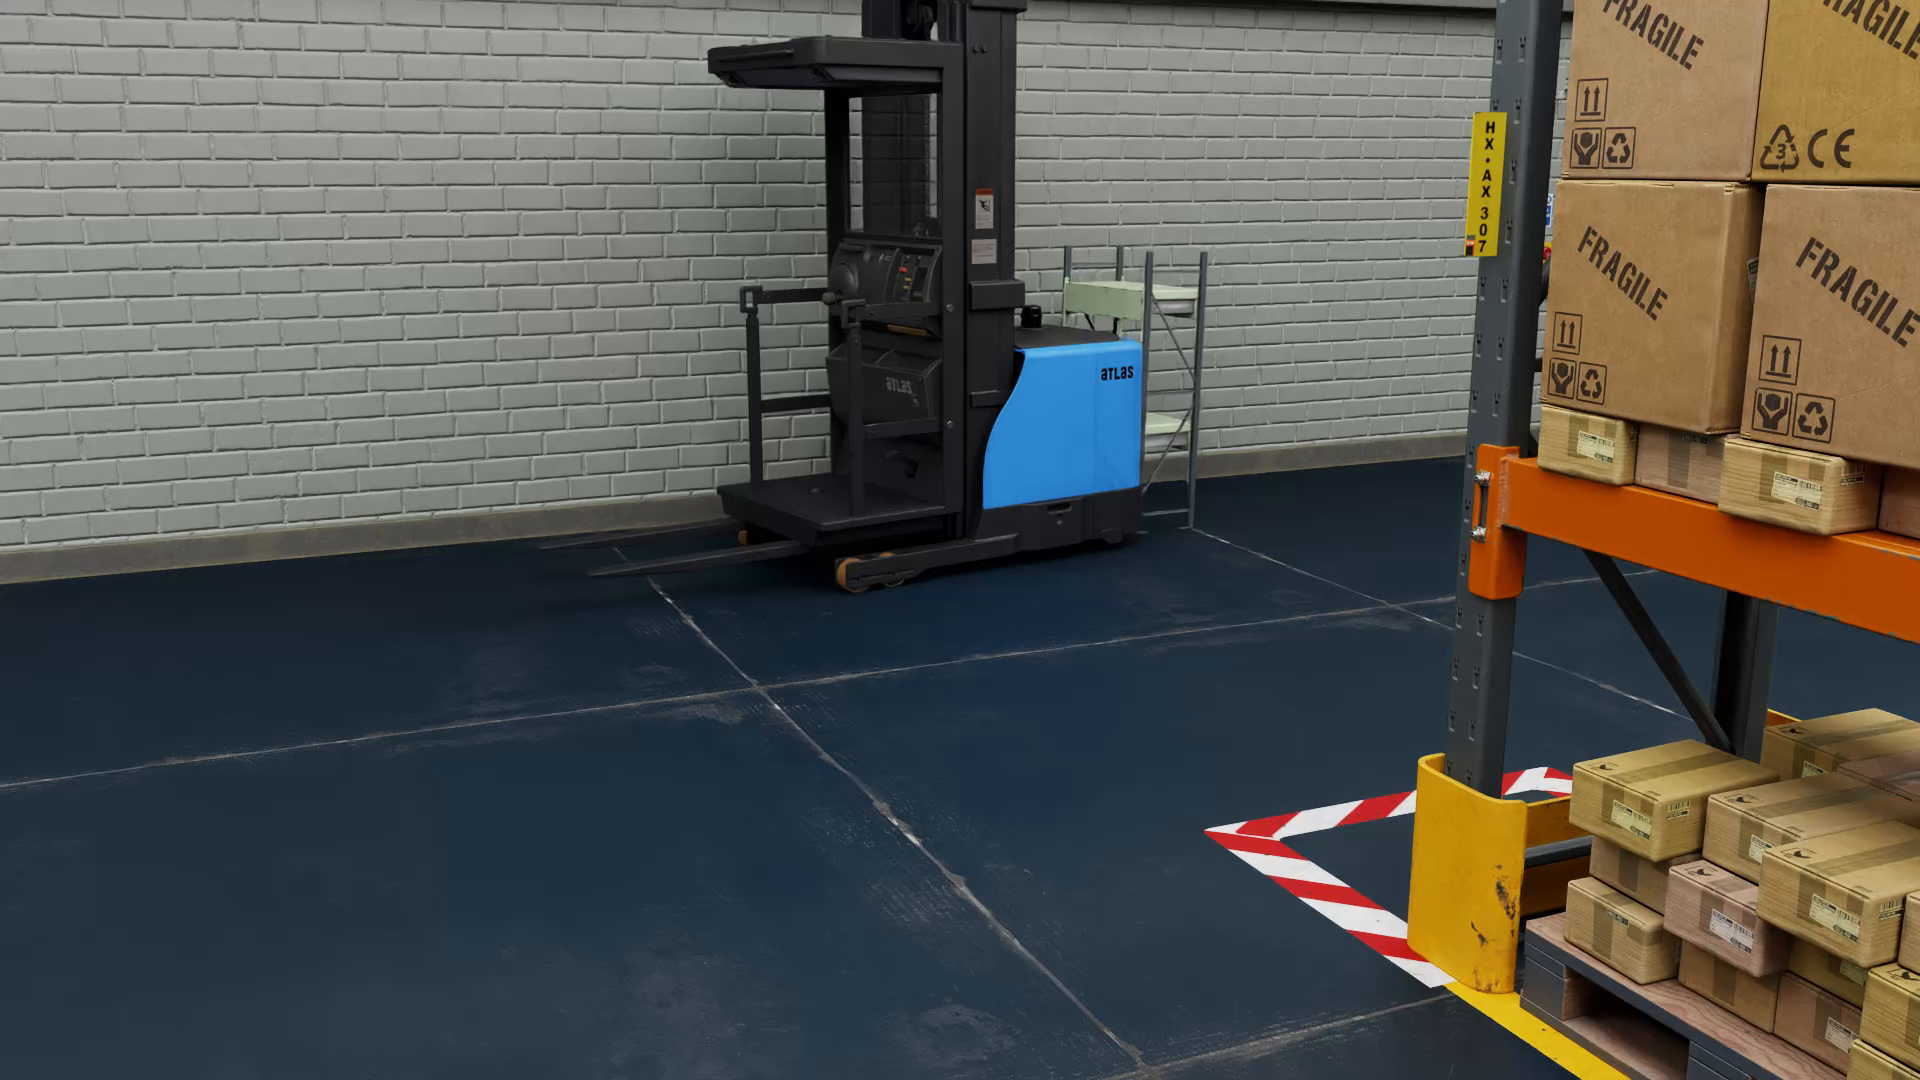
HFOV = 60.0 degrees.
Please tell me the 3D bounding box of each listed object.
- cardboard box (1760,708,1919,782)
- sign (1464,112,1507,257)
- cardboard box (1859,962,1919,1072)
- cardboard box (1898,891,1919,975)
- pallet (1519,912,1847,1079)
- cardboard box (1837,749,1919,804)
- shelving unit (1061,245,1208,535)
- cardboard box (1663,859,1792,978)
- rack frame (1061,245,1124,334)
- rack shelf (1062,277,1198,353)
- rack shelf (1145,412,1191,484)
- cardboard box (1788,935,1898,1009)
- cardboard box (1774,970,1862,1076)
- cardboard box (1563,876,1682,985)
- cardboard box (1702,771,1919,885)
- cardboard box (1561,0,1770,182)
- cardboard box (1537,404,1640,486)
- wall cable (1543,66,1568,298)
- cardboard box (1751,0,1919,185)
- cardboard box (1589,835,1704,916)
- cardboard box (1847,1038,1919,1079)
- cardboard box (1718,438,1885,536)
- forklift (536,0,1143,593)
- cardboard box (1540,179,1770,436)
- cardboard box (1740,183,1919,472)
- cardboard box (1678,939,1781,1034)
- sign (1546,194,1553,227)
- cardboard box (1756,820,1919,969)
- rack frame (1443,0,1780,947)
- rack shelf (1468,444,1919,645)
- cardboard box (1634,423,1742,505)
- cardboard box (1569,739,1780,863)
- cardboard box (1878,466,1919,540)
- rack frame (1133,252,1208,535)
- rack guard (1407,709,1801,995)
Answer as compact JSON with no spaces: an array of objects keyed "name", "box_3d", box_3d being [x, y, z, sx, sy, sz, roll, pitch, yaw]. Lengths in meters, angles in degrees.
[{"name":"cardboard box","box_3d":[2.160,0.532,3.991,0.380,0.149,0.250,-5,14,-22]},{"name":"sign","box_3d":[1.218,-0.822,3.848,0.100,0.325,0.005,-6,14,-23]},{"name":"cardboard box","box_3d":[1.931,0.889,3.108,0.380,0.149,0.250,-5,14,-21]},{"name":"cardboard box","box_3d":[1.993,0.738,3.101,0.380,0.149,0.250,-6,14,-26]},{"name":"pallet","box_3d":[2.039,1.096,3.665,1.003,0.211,1.213,-6,14,-23]},{"name":"cardboard box","box_3d":[2.208,0.589,3.744,0.380,0.149,0.250,-5,14,-22]},{"name":"shelving unit","box_3d":[0.931,-0.852,9.196,0.431,1.500,0.755,-6,14,-31]},{"name":"cardboard box","box_3d":[1.748,0.784,3.564,0.380,0.149,0.250,-6,14,-23]},{"name":"rack frame","box_3d":[0.738,-0.922,9.498,0.400,1.500,0.023,-6,14,-31]},{"name":"rack shelf","box_3d":[0.940,-1.233,9.113,0.431,0.370,0.720,-6,14,-31]},{"name":"rack shelf","box_3d":[0.924,-0.533,9.265,0.431,0.370,0.720,-6,14,-31]},{"name":"cardboard box","box_3d":[1.927,0.826,3.380,0.380,0.149,0.250,-5,14,-22]},{"name":"cardboard box","box_3d":[1.918,0.970,3.418,0.380,0.149,0.250,-5,14,-22]},{"name":"cardboard box","box_3d":[1.632,0.872,3.839,0.380,0.149,0.250,-5,14,-22]},{"name":"cardboard box","box_3d":[1.835,0.631,3.565,0.380,0.149,0.250,-5,14,-22]},{"name":"cardboard box","box_3d":[1.652,-1.013,3.496,0.500,0.500,0.500,-6,14,-23]},{"name":"cardboard box","box_3d":[1.545,-0.230,3.769,0.380,0.149,0.250,-6,14,-23]},{"name":"wall cable","box_3d":[3.930,-2.590,11.086,0.585,1.953,0.123,-6,14,-23]},{"name":"cardboard box","box_3d":[1.860,-0.909,3.048,0.500,0.500,0.500,-5,14,-21]},{"name":"cardboard box","box_3d":[1.690,0.722,3.830,0.380,0.149,0.250,-5,14,-21]},{"name":"cardboard box","box_3d":[1.920,1.033,3.147,0.380,0.149,0.250,-5,14,-22]},{"name":"cardboard box","box_3d":[1.744,-0.121,3.297,0.380,0.149,0.250,-6,14,-25]},{"name":"forklift","box_3d":[-0.545,-1.313,8.042,3.031,2.935,1.130,-9,16,-34]},{"name":"cardboard box","box_3d":[1.642,-0.525,3.604,0.500,0.500,0.500,-5,14,-20]},{"name":"cardboard box","box_3d":[1.880,-0.417,3.136,0.500,0.500,0.500,-6,14,-23]},{"name":"cardboard box","box_3d":[1.812,0.919,3.637,0.380,0.149,0.250,-6,14,-23]},{"name":"sign","box_3d":[3.862,-2.220,11.209,0.327,0.218,0.001,-6,14,-23]},{"name":"cardboard box","box_3d":[1.818,0.694,3.290,0.380,0.149,0.250,-6,14,-23]},{"name":"rack frame","box_3d":[1.715,-0.449,4.157,1.000,3.000,0.127,-6,14,-23]},{"name":"rack shelf","box_3d":[2.517,0.315,2.453,1.077,0.370,4.000,-6,14,-23]},{"name":"cardboard box","box_3d":[1.685,-0.181,3.558,0.380,0.149,0.250,-5,14,-21]},{"name":"cardboard box","box_3d":[1.614,0.584,3.764,0.380,0.149,0.250,-6,14,-26]},{"name":"cardboard box","box_3d":[1.973,-0.080,3.119,0.380,0.149,0.250,-5,14,-20]},{"name":"rack frame","box_3d":[1.125,-0.781,8.893,0.400,1.500,0.023,-6,14,-31]},{"name":"rack guard","box_3d":[1.746,0.785,4.371,1.175,0.500,0.348,-6,14,-23]}]
